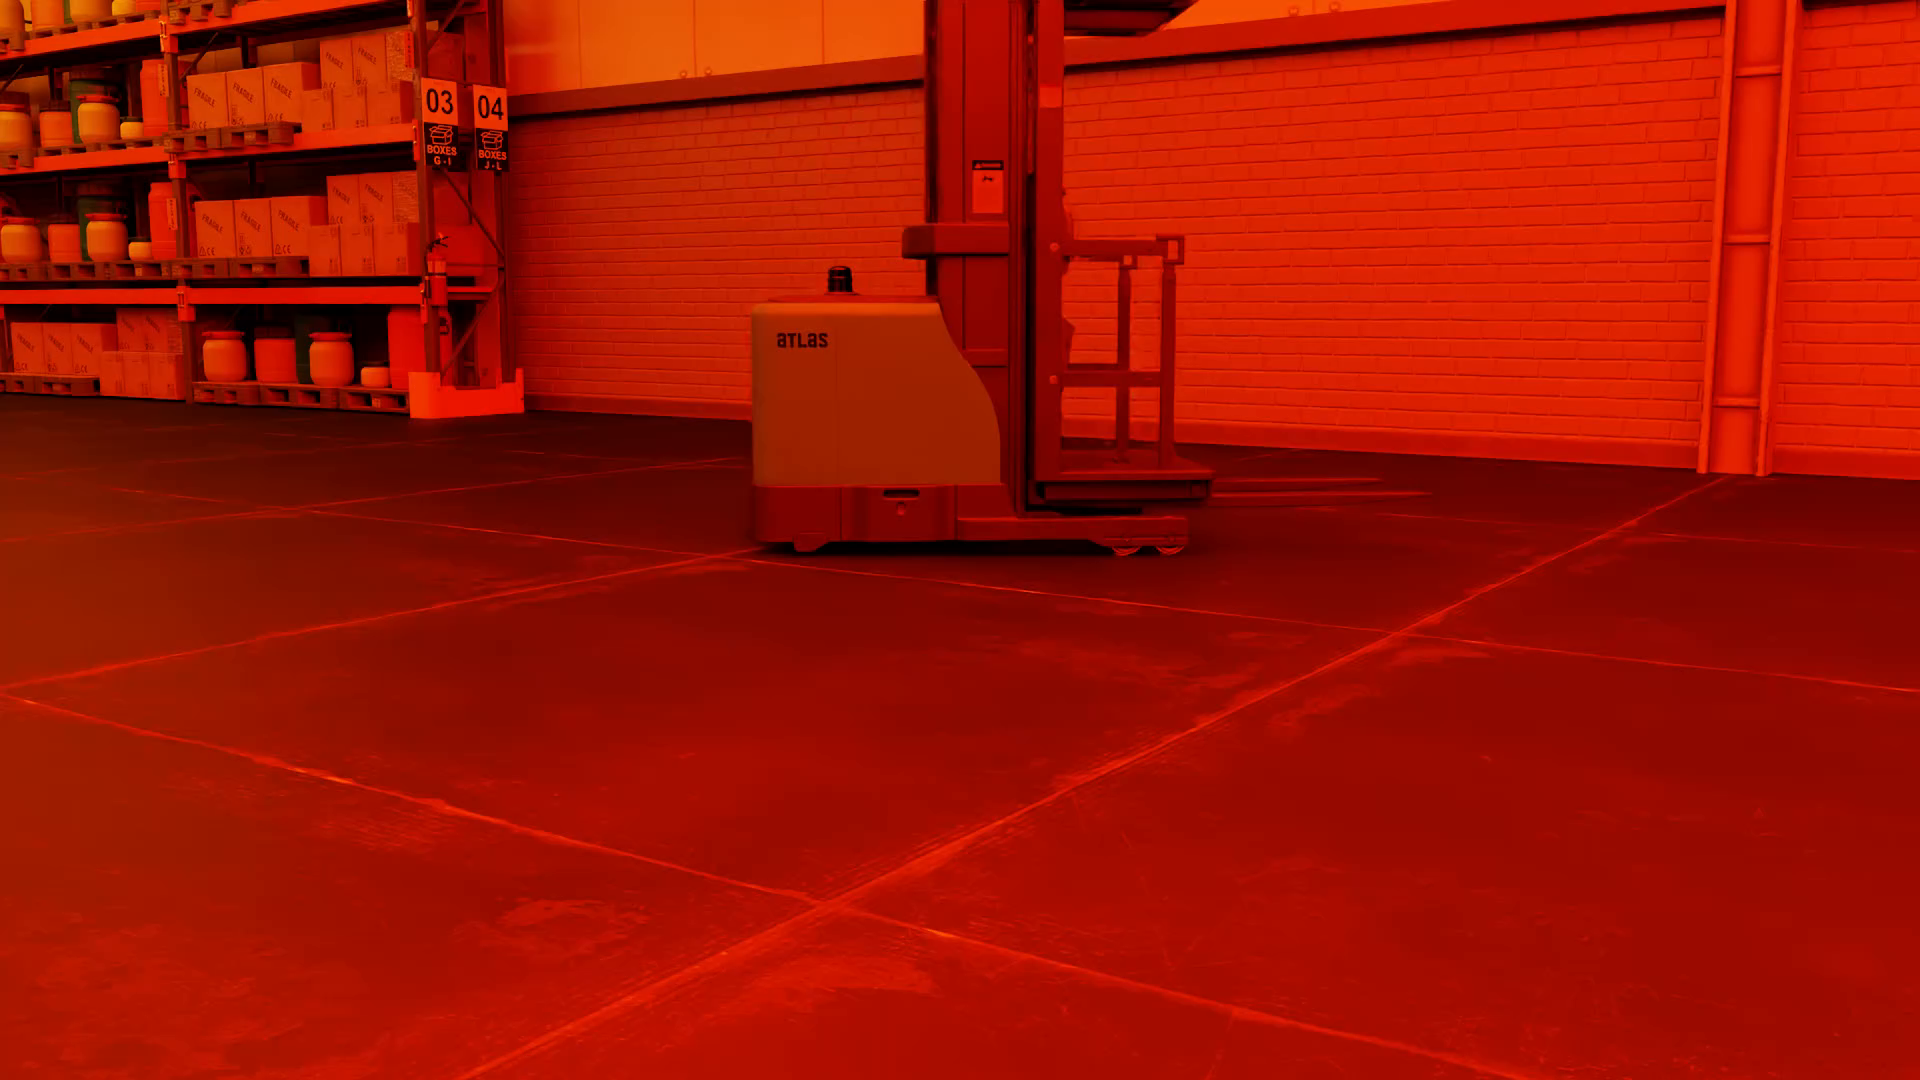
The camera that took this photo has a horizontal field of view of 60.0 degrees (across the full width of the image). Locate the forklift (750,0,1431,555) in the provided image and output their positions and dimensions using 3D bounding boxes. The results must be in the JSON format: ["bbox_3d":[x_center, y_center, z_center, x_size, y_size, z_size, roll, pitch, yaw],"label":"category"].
[{"bbox_3d":[0.576,-1.461,7.466,3.031,2.935,1.130,-1,8,-5],"label":"forklift"}]
